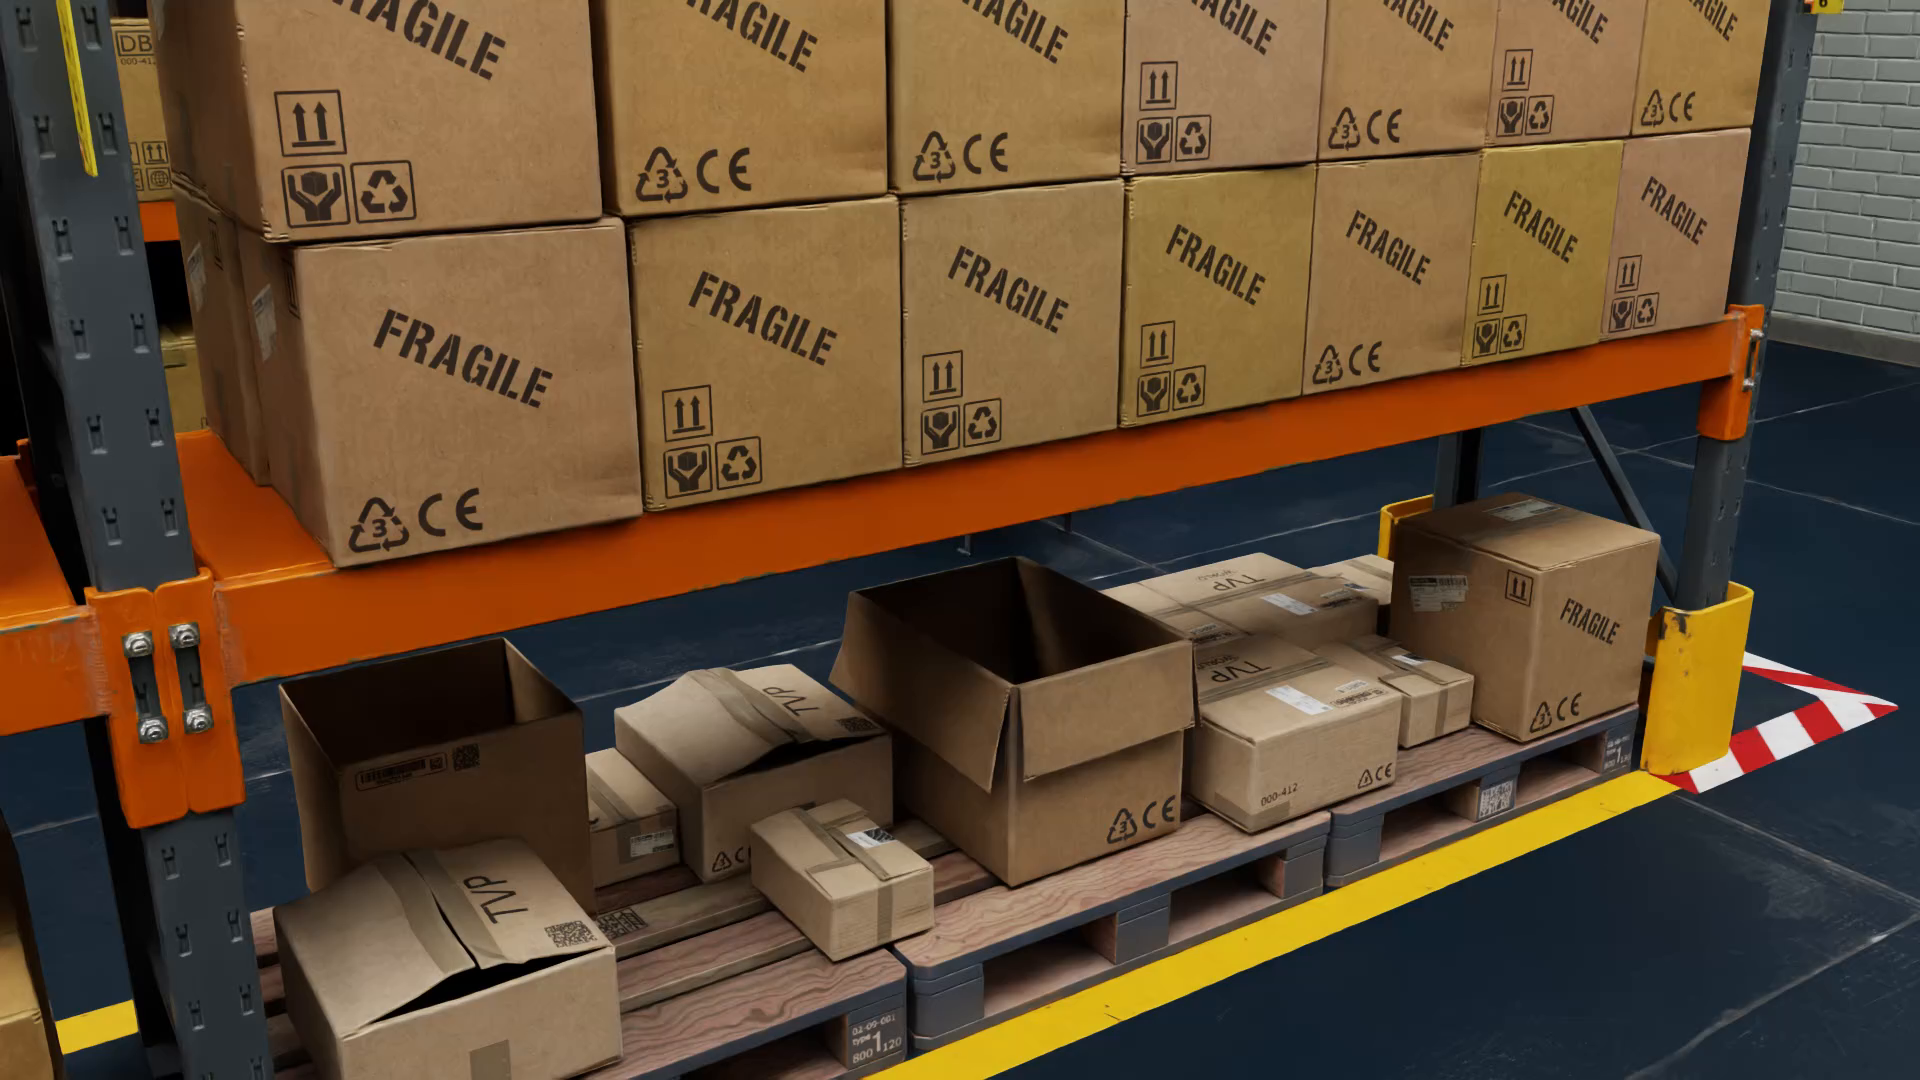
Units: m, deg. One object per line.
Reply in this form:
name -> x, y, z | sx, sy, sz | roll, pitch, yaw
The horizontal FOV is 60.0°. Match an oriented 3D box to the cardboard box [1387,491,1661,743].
cardboard box -> 1.573, 0.199, 4.689 | 0.500, 0.500, 0.500 | -12, 22, -31

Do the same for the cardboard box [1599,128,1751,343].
cardboard box -> 1.667, -0.834, 4.373 | 0.500, 0.500, 0.500 | -11, 22, -30

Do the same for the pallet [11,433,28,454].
pallet -> -3.498, -0.350, 7.452 | 1.213, 0.211, 1.003 | -12, 22, -31

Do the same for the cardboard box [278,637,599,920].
cardboard box -> -1.129, 0.566, 3.605 | 0.500, 0.500, 0.500 | -12, 22, -31

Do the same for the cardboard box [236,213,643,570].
cardboard box -> -0.873, -0.298, 2.787 | 0.500, 0.500, 0.500 | -11, 22, -30

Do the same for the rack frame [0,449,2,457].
rack frame -> -4.177, -1.558, 6.671 | 0.127, 3.000, 1.000 | -12, 22, -31

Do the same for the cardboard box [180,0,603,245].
cardboard box -> -0.901, -0.763, 2.600 | 0.500, 0.500, 0.500 | -11, 22, -30

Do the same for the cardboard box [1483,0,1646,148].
cardboard box -> 1.250, -1.218, 3.948 | 0.500, 0.500, 0.500 | -11, 22, -30

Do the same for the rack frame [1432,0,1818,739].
rack frame -> 1.892, -0.939, 4.837 | 0.127, 3.000, 1.000 | -12, 22, -31

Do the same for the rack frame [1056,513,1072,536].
rack frame -> 0.342, -1.067, 6.622 | 0.015, 2.100, 0.400 | -12, 22, -31

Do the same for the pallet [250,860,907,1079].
pallet -> -0.875, 0.966, 3.557 | 1.213, 0.211, 1.003 | -12, 22, -31

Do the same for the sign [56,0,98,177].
sign -> -1.141, -0.635, 2.131 | 0.005, 0.325, 0.100 | -12, 22, -31

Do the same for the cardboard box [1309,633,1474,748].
cardboard box -> 1.185, 0.404, 4.603 | 0.250, 0.166, 0.380 | -12, 22, -31

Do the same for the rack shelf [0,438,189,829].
rack shelf -> -3.119, 0.459, 1.827 | 4.000, 0.370, 1.077 | -12, 22, -31

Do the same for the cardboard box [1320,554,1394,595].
cardboard box -> 1.353, 0.185, 5.277 | 0.250, 0.149, 0.380 | -12, 22, -31

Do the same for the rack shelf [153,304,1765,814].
rack shelf -> 0.221, -0.245, 3.911 | 4.000, 0.370, 1.077 | -12, 22, -31

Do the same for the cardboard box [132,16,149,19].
cardboard box -> -3.102, -1.919, 7.268 | 0.700, 0.700, 0.980 | -13, 22, -33

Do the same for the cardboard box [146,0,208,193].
cardboard box -> -1.169, -0.913, 3.045 | 0.500, 0.500, 0.500 | -12, 22, -31

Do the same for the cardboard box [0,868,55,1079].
cardboard box -> -1.704, 0.905, 2.599 | 0.500, 0.500, 0.500 | -12, 22, -32

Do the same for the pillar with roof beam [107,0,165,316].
pillar with roof beam -> -1.700, -3.604, 3.353 | 0.400, 9.000, 9.100 | -12, 22, -31

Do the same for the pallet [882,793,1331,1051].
pallet -> 0.145, 0.750, 4.197 | 1.213, 0.211, 1.003 | -12, 22, -31

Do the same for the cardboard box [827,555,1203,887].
cardboard box -> 0.117, 0.408, 4.066 | 0.637, 0.503, 0.797 | -12, 22, -31

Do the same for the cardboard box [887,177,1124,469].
cardboard box -> -0.029, -0.477, 3.315 | 0.500, 0.500, 0.500 | -12, 22, -32

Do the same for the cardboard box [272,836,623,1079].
cardboard box -> -0.979, 0.815, 3.161 | 0.500, 0.311, 0.500 | -12, 22, -31

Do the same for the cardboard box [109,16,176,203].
cardboard box -> -3.715, -1.792, 6.892 | 0.700, 0.700, 0.980 | -12, 22, -31

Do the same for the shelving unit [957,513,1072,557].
shelving unit -> 0.138, -1.024, 6.495 | 0.503, 2.100, 0.431 | -12, 22, -31

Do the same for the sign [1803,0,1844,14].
sign -> 2.180, -1.485, 4.152 | 0.005, 0.325, 0.100 | -12, 22, -31

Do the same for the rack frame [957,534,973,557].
rack frame -> -0.066, -0.981, 6.368 | 0.015, 2.100, 0.400 | -12, 22, -31

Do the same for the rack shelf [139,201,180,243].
rack shelf -> -2.506, -1.570, 7.828 | 4.000, 0.370, 1.077 | -12, 22, -31

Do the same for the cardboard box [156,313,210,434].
cardboard box -> -3.496, -0.677, 7.312 | 0.500, 0.500, 0.700 | -12, 22, -31

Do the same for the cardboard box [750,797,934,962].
cardboard box -> -0.263, 0.729, 3.643 | 0.250, 0.166, 0.380 | -12, 22, -31

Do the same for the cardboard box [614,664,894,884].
cardboard box -> -0.503, 0.523, 4.026 | 0.500, 0.311, 0.500 | -12, 22, -31

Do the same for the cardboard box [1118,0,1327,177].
cardboard box -> 0.390, -1.035, 3.407 | 0.500, 0.500, 0.500 | -11, 22, -30

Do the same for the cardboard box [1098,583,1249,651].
cardboard box -> 0.446, 0.352, 4.627 | 0.500, 0.250, 0.500 | -12, 22, -31

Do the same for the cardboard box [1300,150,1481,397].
cardboard box -> 0.816, -0.655, 3.844 | 0.500, 0.500, 0.500 | -12, 22, -31

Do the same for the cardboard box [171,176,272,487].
cardboard box -> -1.173, -0.438, 3.201 | 0.500, 0.500, 0.500 | -11, 22, -31

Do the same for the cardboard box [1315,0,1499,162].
cardboard box -> 0.819, -1.126, 3.674 | 0.500, 0.500, 0.500 | -11, 22, -30

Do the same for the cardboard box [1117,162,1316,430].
cardboard box -> 0.395, -0.567, 3.582 | 0.500, 0.500, 0.500 | -12, 22, -32

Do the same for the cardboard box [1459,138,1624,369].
cardboard box -> 1.236, -0.742, 4.100 | 0.500, 0.500, 0.500 | -12, 22, -31

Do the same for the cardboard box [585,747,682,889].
cardboard box -> -0.849, 0.650, 3.904 | 0.250, 0.149, 0.380 | -12, 22, -31

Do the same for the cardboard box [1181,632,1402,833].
cardboard box -> 0.763, 0.477, 4.258 | 0.500, 0.250, 0.500 | -12, 22, -31

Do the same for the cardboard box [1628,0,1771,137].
cardboard box -> 1.671, -1.308, 4.212 | 0.500, 0.500, 0.500 | -12, 22, -32

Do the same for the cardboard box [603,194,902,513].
cardboard box -> -0.448, -0.389, 3.057 | 0.500, 0.500, 0.500 | -11, 22, -30

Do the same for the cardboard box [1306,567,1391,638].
cardboard box -> 1.144, 0.221, 5.144 | 0.250, 0.166, 0.380 | -12, 22, -31

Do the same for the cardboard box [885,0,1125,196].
cardboard box -> -0.040, -0.944, 3.137 | 0.500, 0.500, 0.500 | -13, 22, -33

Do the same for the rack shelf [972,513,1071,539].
rack shelf -> 0.138, -0.348, 6.723 | 0.480, 0.518, 0.431 | -12, 22, -31

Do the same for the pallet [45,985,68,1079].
pallet -> -2.108, 1.240, 2.746 | 1.213, 0.211, 1.003 | -12, 22, -31

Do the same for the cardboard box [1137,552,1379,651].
cardboard box -> 0.864, 0.264, 4.888 | 0.500, 0.250, 0.500 | -12, 22, -31

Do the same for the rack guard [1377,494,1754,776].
rack guard -> 1.828, 0.259, 5.198 | 0.348, 0.500, 1.175 | -12, 22, -31

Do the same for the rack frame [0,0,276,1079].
rack frame -> -1.449, -0.234, 2.753 | 0.127, 3.000, 1.000 | -12, 22, -31

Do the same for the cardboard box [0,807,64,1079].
cardboard box -> -1.987, 0.762, 3.024 | 0.500, 0.500, 0.500 | -13, 23, -34

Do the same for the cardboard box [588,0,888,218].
cardboard box -> -0.470, -0.854, 2.869 | 0.500, 0.500, 0.500 | -13, 22, -33

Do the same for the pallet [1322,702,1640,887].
pallet -> 1.163, 0.537, 4.828 | 1.213, 0.211, 1.003 | -12, 22, -31
